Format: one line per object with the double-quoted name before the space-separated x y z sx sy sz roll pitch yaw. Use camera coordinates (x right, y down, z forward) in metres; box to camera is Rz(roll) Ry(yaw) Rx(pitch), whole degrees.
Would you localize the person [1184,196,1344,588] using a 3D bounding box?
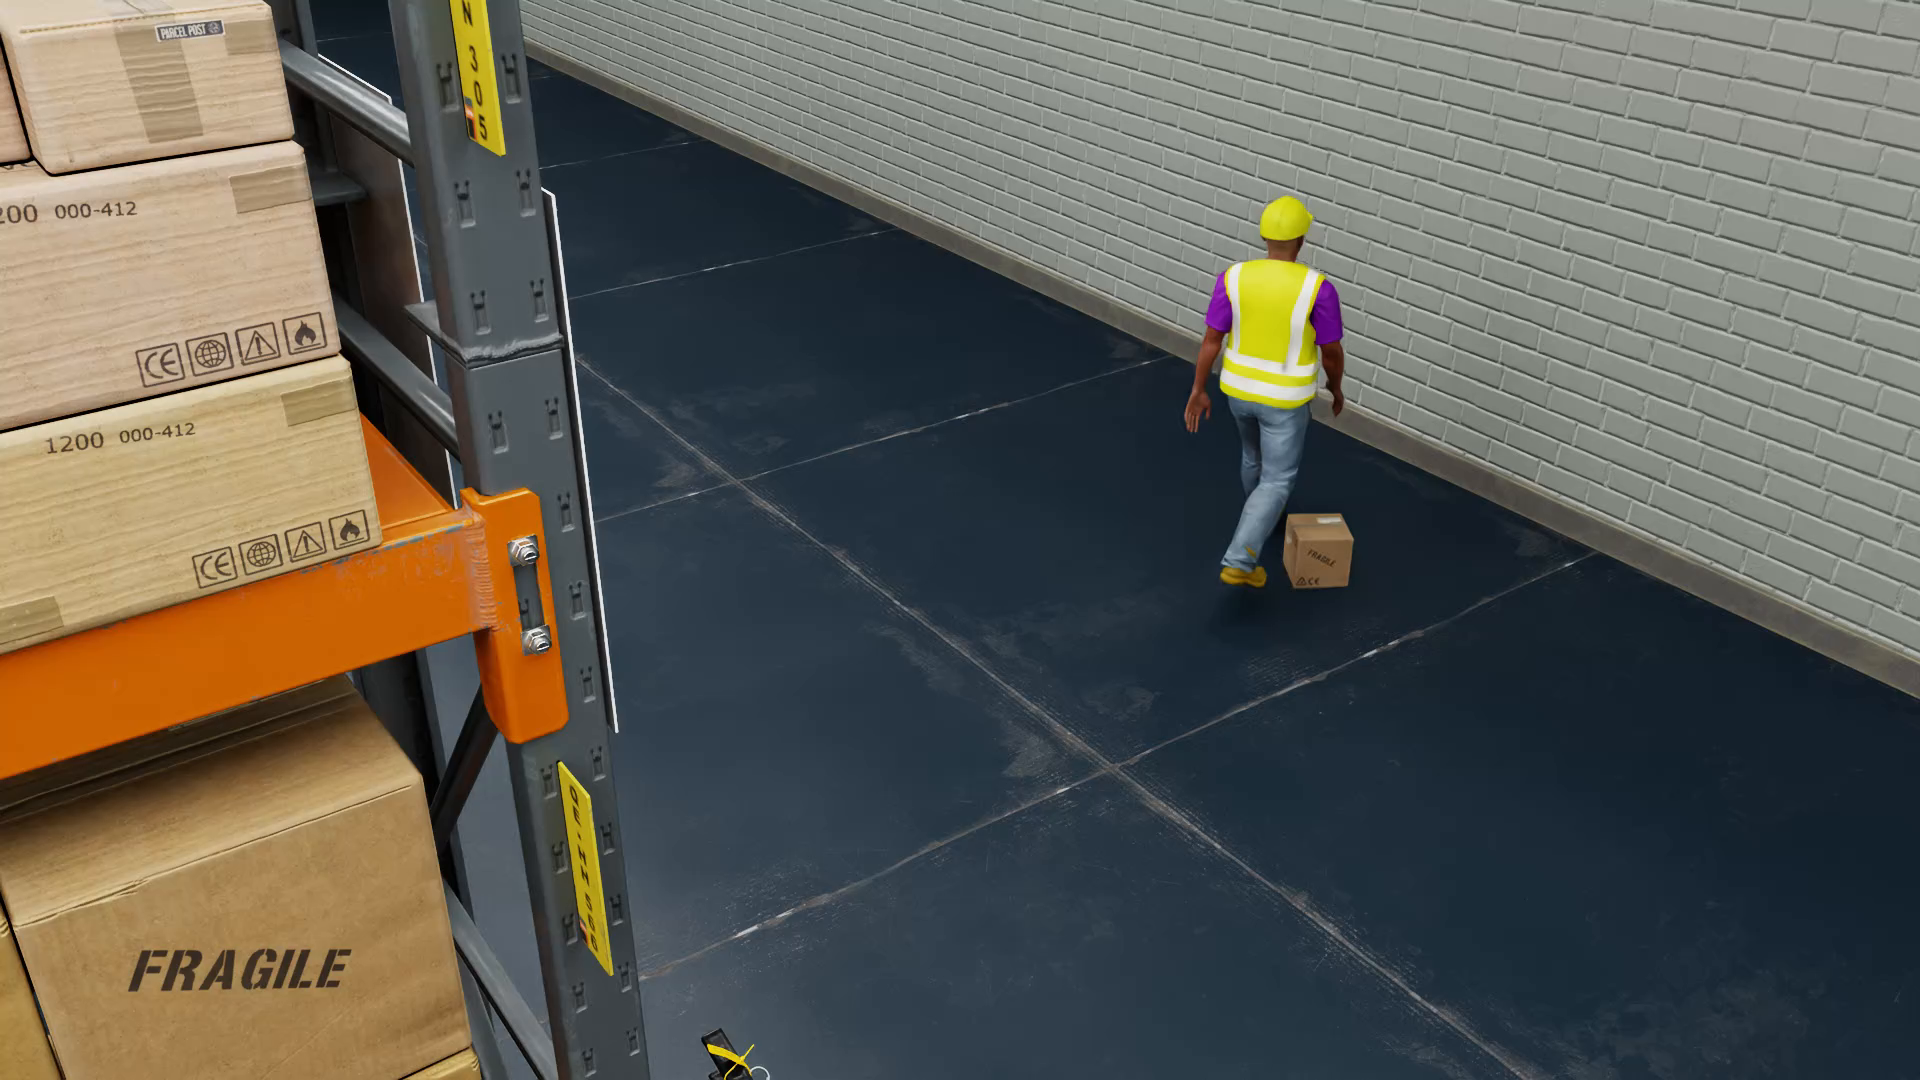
"person" 1.363 -0.661 7.363 0.605 1.728 1.062 17 33 28
